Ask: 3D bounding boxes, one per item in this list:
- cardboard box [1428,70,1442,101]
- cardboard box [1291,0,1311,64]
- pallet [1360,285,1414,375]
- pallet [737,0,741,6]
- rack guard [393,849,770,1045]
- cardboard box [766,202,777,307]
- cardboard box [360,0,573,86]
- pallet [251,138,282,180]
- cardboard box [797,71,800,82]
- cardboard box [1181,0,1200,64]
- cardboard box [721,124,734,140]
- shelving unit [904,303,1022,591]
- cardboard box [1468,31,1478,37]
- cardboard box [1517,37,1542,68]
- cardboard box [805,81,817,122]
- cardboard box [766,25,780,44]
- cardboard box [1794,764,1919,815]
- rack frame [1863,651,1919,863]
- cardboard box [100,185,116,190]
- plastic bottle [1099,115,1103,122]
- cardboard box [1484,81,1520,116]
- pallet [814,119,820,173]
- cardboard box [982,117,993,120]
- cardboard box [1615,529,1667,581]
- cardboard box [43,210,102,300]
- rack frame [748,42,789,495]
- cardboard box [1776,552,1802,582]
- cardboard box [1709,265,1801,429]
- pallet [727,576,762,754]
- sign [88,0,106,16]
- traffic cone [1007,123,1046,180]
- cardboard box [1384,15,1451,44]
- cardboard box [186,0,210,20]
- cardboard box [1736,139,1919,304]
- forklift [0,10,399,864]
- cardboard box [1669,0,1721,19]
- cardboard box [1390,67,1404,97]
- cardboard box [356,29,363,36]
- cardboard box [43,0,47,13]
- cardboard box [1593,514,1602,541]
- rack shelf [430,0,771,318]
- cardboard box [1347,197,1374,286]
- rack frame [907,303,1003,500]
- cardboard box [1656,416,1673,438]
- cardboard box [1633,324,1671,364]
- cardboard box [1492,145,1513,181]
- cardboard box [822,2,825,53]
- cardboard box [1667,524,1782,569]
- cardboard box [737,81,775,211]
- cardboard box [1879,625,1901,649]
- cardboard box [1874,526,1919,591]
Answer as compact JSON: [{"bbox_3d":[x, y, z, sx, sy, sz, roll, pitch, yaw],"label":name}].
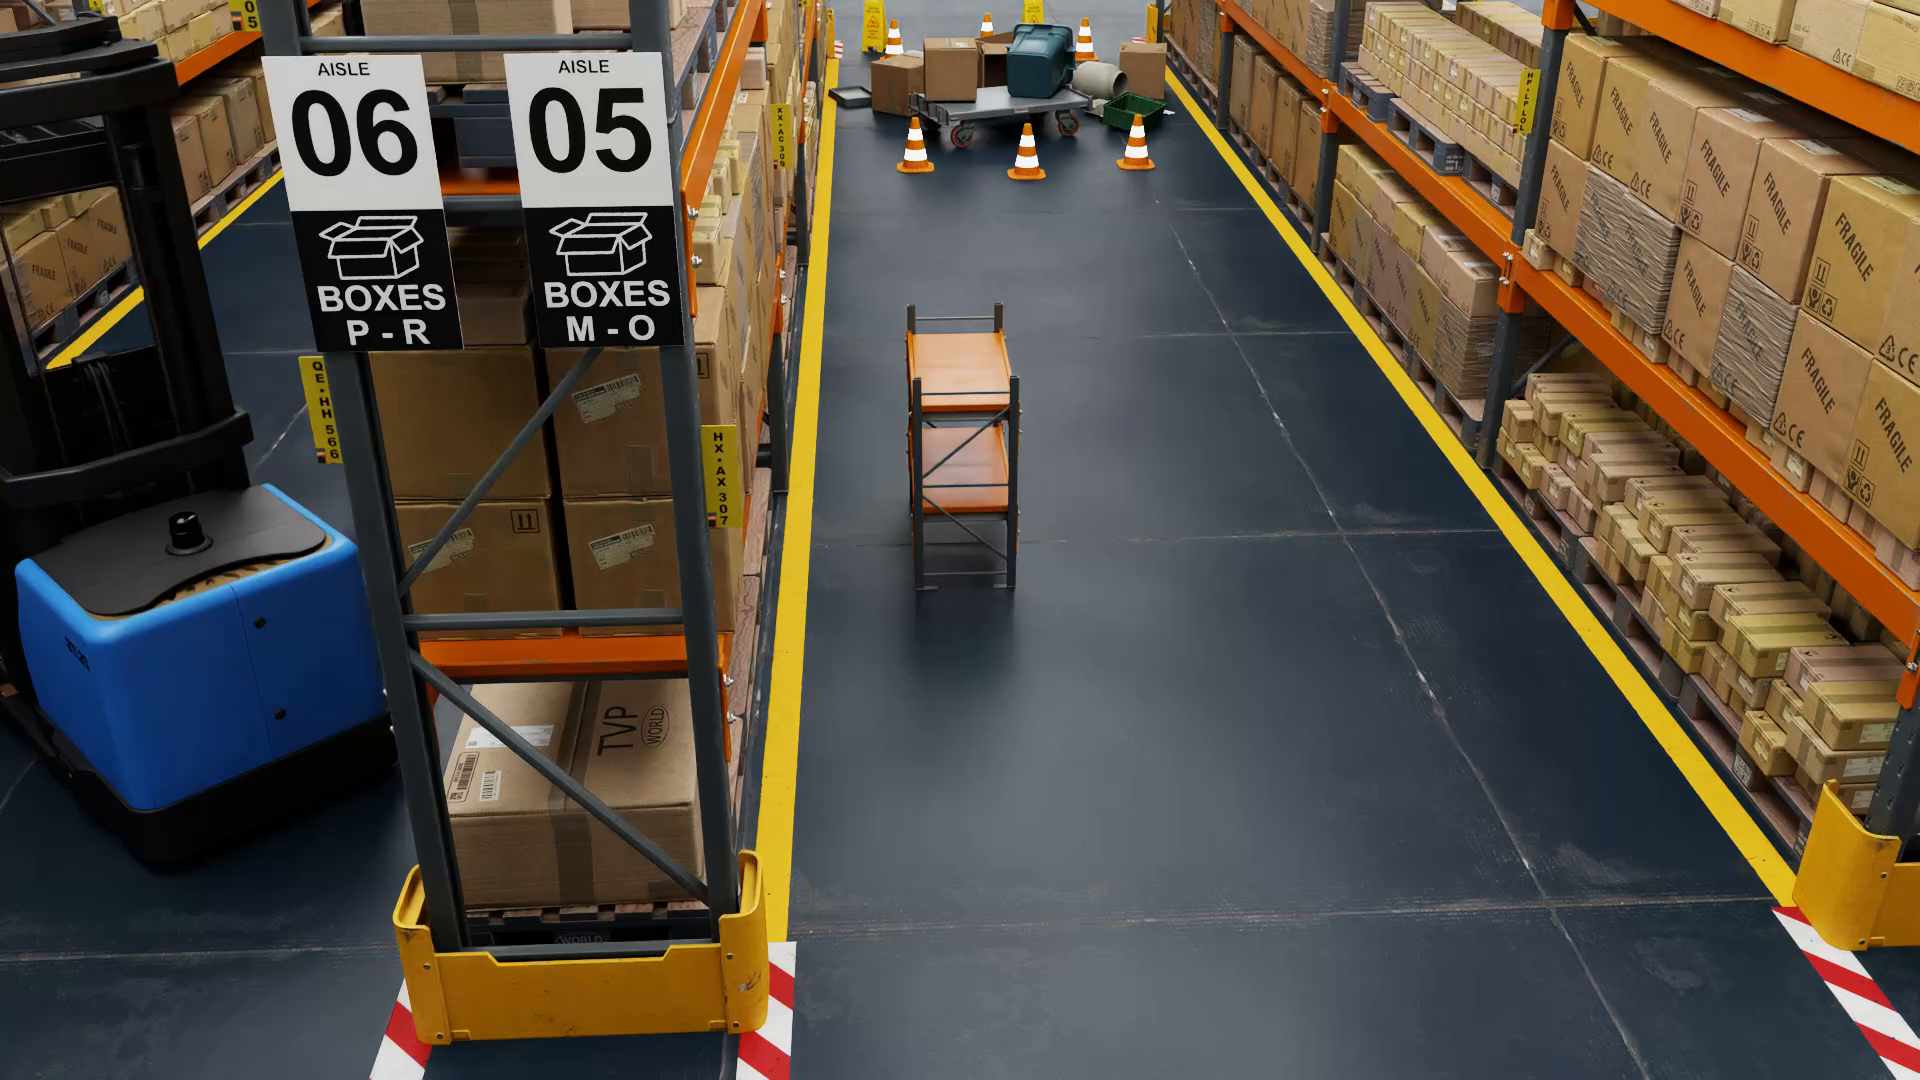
[{"bbox_3d":[3.185,-2.873,10.512,0.380,0.149,0.250,0,28,-1],"label":"cardboard box"},{"bbox_3d":[2.957,-4.090,13.241,0.500,0.500,0.500,-1,28,-3],"label":"cardboard box"},{"bbox_3d":[3.373,-1.455,11.311,1.003,0.211,1.213,-1,28,-3],"label":"pallet"},{"bbox_3d":[-1.423,-2.513,7.177,1.003,0.211,1.213,-1,28,-3],"label":"pallet"},{"bbox_3d":[-1.246,1.366,5.590,1.175,0.500,0.348,-1,28,-3],"label":"rack guard"},{"bbox_3d":[-1.176,-1.437,8.153,0.500,0.500,0.500,-1,28,-2],"label":"cardboard box"},{"bbox_3d":[-1.360,-1.453,4.649,0.500,0.250,0.500,-4,28,-7],"label":"cardboard box"},{"bbox_3d":[-6.753,-3.598,15.420,1.003,0.211,1.213,-1,28,-3],"label":"pallet"},{"bbox_3d":[-1.379,-3.154,11.716,0.500,0.250,0.500,-2,28,-4],"label":"cardboard box"},{"bbox_3d":[3.005,-5.835,18.537,0.875,0.875,0.875,-2,28,-3],"label":"cardboard box"},{"bbox_3d":[-1.090,-1.536,6.561,0.380,0.149,0.250,-1,28,-3],"label":"cardboard box"},{"bbox_3d":[0.000,-0.496,8.484,0.538,1.125,1.048,-1,28,-3],"label":"shelving unit"},{"bbox_3d":[3.770,-3.480,11.675,0.380,0.149,0.250,0,28,-1],"label":"cardboard box"},{"bbox_3d":[3.822,-3.140,10.701,0.380,0.149,0.250,0,28,0],"label":"cardboard box"},{"bbox_3d":[-1.844,-4.074,15.705,0.950,0.372,0.625,-1,28,-2],"label":"cardboard box"},{"bbox_3d":[-1.246,-2.533,9.173,0.500,0.500,0.500,-2,28,-3],"label":"cardboard box"},{"bbox_3d":[3.455,0.920,6.371,0.380,0.149,0.250,-1,28,-2],"label":"cardboard box"},{"bbox_3d":[3.691,0.080,5.352,1.000,3.000,0.127,-1,28,-3],"label":"rack frame"},{"bbox_3d":[-6.640,-2.748,12.889,0.875,0.625,0.625,-1,28,-1],"label":"cardboard box"},{"bbox_3d":[1.543,-4.250,16.832,0.133,0.061,0.283,-17,32,-29],"label":"plastic bottle"},{"bbox_3d":[3.240,-2.530,9.530,0.380,0.149,0.250,-2,28,-4],"label":"cardboard box"},{"bbox_3d":[-1.831,-3.699,15.614,1.003,0.211,1.213,-1,28,-3],"label":"pallet"},{"bbox_3d":[0.227,-4.511,17.112,0.258,0.266,0.396,-23,35,-37],"label":"cardboard box"},{"bbox_3d":[3.273,0.065,7.688,0.380,0.149,0.250,-1,28,-2],"label":"cardboard box"},{"bbox_3d":[-6.369,-1.983,11.557,0.500,0.500,0.500,-2,28,-3],"label":"cardboard box"},{"bbox_3d":[-1.456,-1.601,8.575,1.000,3.000,0.127,-1,28,-3],"label":"rack frame"},{"bbox_3d":[3.792,0.174,7.480,0.380,0.149,0.250,0,28,0],"label":"cardboard box"},{"bbox_3d":[3.353,-0.769,6.551,0.500,0.500,0.500,-1,28,-2],"label":"cardboard box"},{"bbox_3d":[-1.427,0.554,7.460,1.003,0.211,1.213,-1,28,-3],"label":"pallet"},{"bbox_3d":[-6.080,-3.822,11.668,0.100,0.325,0.005,-1,28,-3],"label":"sign"},{"bbox_3d":[0.603,-3.522,15.002,0.336,0.463,0.334,-1,28,-3],"label":"traffic cone"},{"bbox_3d":[3.129,-3.497,11.386,0.380,0.149,0.250,-2,28,-3],"label":"cardboard box"},{"bbox_3d":[-6.487,-4.401,13.566,0.500,0.250,0.500,-1,28,-2],"label":"cardboard box"},{"bbox_3d":[3.356,-1.218,6.331,0.500,0.500,0.500,0,28,0],"label":"cardboard box"},{"bbox_3d":[-3.710,-0.664,6.854,1.130,2.935,3.031,-25,36,-39],"label":"forklift"},{"bbox_3d":[3.286,-2.338,6.908,0.500,0.250,0.500,0,28,0],"label":"cardboard box"},{"bbox_3d":[3.139,-3.104,11.276,0.380,0.149,0.250,0,28,0],"label":"cardboard box"},{"bbox_3d":[-6.616,-5.291,17.630,0.500,0.250,0.500,-1,28,-3],"label":"cardboard box"},{"bbox_3d":[-6.966,-3.922,12.216,0.380,0.149,0.250,-1,28,-1],"label":"cardboard box"},{"bbox_3d":[3.371,-0.037,8.206,0.380,0.149,0.250,-3,28,-5],"label":"cardboard box"},{"bbox_3d":[-1.351,-1.688,6.277,1.077,0.370,4.000,-1,28,-3],"label":"rack shelf"},{"bbox_3d":[3.085,-2.127,11.833,0.500,0.500,0.500,-1,28,-2],"label":"cardboard box"},{"bbox_3d":[-0.026,-0.730,8.934,0.500,1.125,0.032,-1,28,-3],"label":"rack frame"},{"bbox_3d":[3.834,-0.563,8.571,0.380,0.149,0.250,-2,28,-3],"label":"cardboard box"},{"bbox_3d":[3.288,-0.910,7.522,0.380,0.149,0.250,0,28,0],"label":"cardboard box"},{"bbox_3d":[3.250,-2.140,9.427,0.380,0.149,0.250,-1,28,-2],"label":"cardboard box"},{"bbox_3d":[-1.700,-5.360,17.492,0.500,0.500,0.500,0,28,0],"label":"cardboard box"},{"bbox_3d":[3.391,0.054,7.388,0.380,0.149,0.250,-2,28,-4],"label":"cardboard box"},{"bbox_3d":[-1.155,-1.877,7.916,0.500,0.500,0.500,-2,28,-3],"label":"cardboard box"},{"bbox_3d":[3.983,0.400,6.724,0.380,0.149,0.250,-1,28,-3],"label":"cardboard box"},{"bbox_3d":[3.392,0.048,5.686,0.380,0.149,0.250,-1,28,-3],"label":"cardboard box"}]
